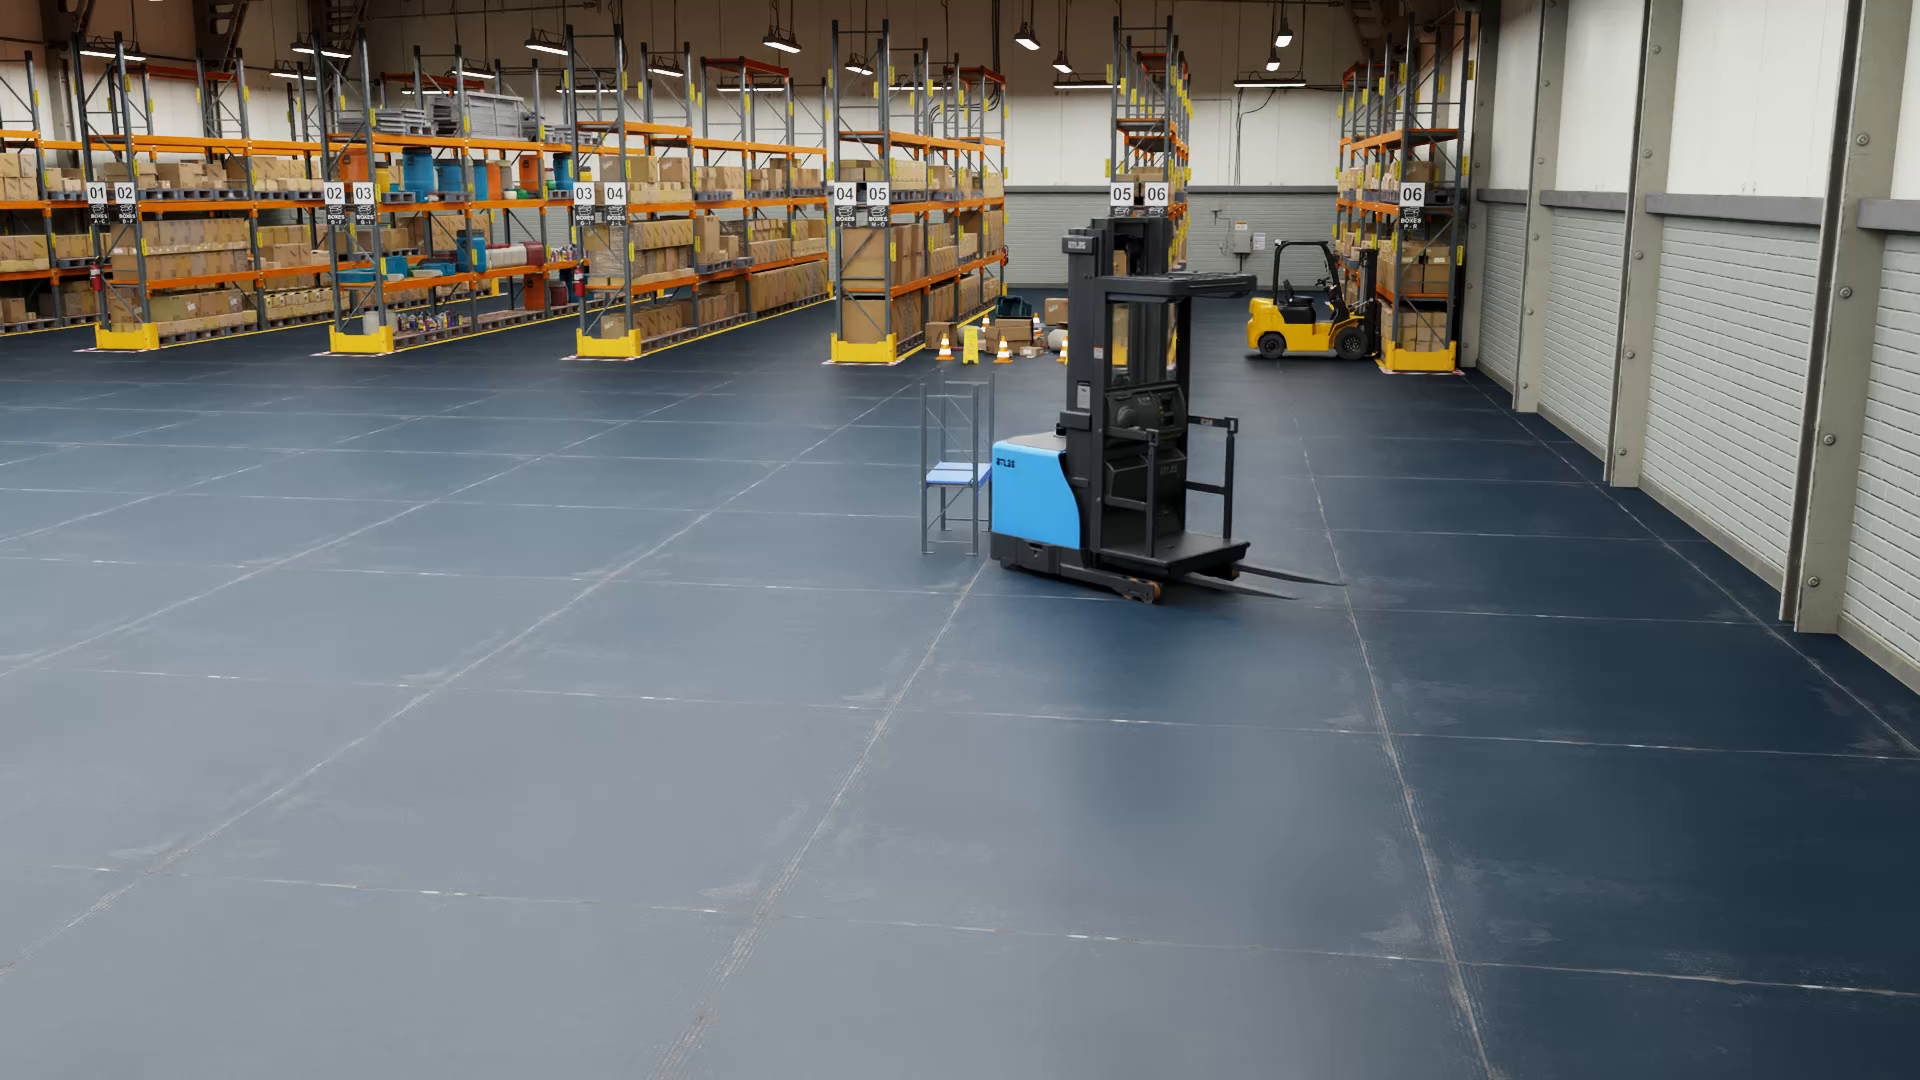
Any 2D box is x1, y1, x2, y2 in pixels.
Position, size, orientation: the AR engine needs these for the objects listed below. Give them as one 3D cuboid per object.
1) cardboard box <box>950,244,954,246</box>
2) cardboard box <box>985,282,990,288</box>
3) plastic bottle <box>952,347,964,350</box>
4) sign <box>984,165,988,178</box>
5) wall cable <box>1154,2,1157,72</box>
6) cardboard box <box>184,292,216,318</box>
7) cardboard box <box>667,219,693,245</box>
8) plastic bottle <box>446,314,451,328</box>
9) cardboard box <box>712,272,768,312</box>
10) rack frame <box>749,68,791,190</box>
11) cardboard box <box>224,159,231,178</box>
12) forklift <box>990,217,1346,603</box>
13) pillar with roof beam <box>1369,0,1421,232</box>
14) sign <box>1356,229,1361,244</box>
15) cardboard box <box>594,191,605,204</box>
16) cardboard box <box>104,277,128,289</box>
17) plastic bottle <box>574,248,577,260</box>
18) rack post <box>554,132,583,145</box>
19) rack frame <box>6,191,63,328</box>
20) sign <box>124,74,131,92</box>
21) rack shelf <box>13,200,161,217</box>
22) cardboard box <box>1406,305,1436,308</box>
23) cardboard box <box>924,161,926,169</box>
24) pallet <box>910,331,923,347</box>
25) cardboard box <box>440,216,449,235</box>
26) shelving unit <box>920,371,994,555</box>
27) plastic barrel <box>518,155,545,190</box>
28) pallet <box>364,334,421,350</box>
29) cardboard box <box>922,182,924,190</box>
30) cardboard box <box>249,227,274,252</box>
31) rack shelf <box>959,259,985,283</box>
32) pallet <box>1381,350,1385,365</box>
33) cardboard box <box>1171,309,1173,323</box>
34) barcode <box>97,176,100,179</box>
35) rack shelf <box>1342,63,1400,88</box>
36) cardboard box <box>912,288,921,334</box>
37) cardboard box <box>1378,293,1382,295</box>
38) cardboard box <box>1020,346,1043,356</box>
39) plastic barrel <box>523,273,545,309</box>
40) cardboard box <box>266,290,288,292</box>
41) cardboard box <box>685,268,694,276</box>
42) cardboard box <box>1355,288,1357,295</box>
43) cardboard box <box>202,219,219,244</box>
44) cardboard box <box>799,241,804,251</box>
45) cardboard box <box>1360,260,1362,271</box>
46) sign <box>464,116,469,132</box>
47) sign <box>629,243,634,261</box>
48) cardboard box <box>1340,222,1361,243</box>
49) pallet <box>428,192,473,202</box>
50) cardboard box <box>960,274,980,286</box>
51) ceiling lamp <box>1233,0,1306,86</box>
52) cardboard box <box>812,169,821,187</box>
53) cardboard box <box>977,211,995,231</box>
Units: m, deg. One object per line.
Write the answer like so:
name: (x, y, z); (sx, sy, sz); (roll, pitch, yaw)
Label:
cardboard box: (-0.255, -6.749, 38.339); (0.380, 0.149, 0.250); (2, 12, 11)
cardboard box: (0.574, -6.642, 43.308); (0.380, 0.149, 0.250); (2, 12, 10)
plastic bottle: (-0.013, -3.737, 32.444); (0.283, 0.061, 0.133); (-2, 12, -11)
sign: (0.637, -9.154, 41.323); (0.100, 0.325, 0.005); (2, 12, 9)
wall cable: (4.676, -15.061, 49.535); (2.355, 3.000, 0.029); (2, 12, 9)
cardboard box: (-15.895, -4.909, 34.660); (0.500, 0.500, 0.500); (2, 12, 9)
cardboard box: (-5.825, -6.356, 34.308); (0.500, 0.500, 0.500); (2, 12, 9)
plastic bottle: (-10.750, -4.605, 34.901); (0.061, 0.283, 0.133); (3, 12, 12)
cardboard box: (-5.286, -5.918, 39.638); (1.225, 0.875, 0.875); (1, 12, 6)
rack frame: (-4.797, -10.374, 42.026); (1.000, 3.000, 0.127); (2, 12, 9)
cardboard box: (-19.604, -10.089, 45.168); (0.500, 0.500, 0.500); (2, 12, 8)
forklift: (1.644, -1.060, 13.214); (1.130, 2.935, 3.031); (-12, 17, -43)
pillar with roof beam: (6.644, -10.148, 40.978); (9.100, 9.000, 0.548); (2, 12, 9)
sign: (8.747, -6.670, 36.521); (0.100, 0.325, 0.005); (2, 12, 9)
cardboard box: (-6.820, -6.445, 31.271); (0.500, 0.250, 0.500); (2, 12, 10)
cardboard box: (-20.305, -6.182, 39.922); (0.500, 0.250, 0.500); (2, 12, 10)
plastic bottle: (-9.613, -7.145, 41.562); (0.061, 0.283, 0.133); (2, 12, 9)
rack post: (-9.877, -9.865, 40.849); (0.937, 0.300, 0.954); (3, 13, 15)
rack frame: (-20.711, -6.257, 37.165); (1.000, 3.000, 0.127); (2, 12, 9)
sign: (-15.883, -8.712, 31.724); (0.100, 0.325, 0.005); (2, 12, 9)
rack shelf: (-20.403, -7.788, 38.857); (1.077, 0.370, 4.000); (2, 12, 9)
cardboard box: (8.562, -4.220, 30.869); (0.500, 0.250, 0.500); (2, 12, 8)
cardboard box: (-0.884, -7.495, 33.258); (0.380, 0.149, 0.250); (2, 12, 8)
pallet: (-1.337, -4.075, 33.659); (1.003, 0.211, 1.213); (2, 12, 9)
cardboard box: (-14.156, -8.497, 44.947); (0.500, 0.500, 0.500); (1, 12, 7)
shelving unit: (-0.013, -0.715, 15.010); (0.538, 1.500, 1.048); (2, 12, 9)
plastic barrel: (-10.216, -8.769, 39.682); (0.600, 0.830, 0.708); (2, 12, 9)
pallet: (-11.442, -3.927, 32.970); (1.003, 0.211, 1.213); (2, 12, 9)
cardboard box: (-0.921, -7.053, 33.100); (0.380, 0.149, 0.250); (2, 12, 10)
cardboard box: (-19.381, -8.182, 45.382); (0.980, 0.700, 0.700); (2, 12, 10)
rack shelf: (-0.220, -6.491, 39.959); (1.077, 0.370, 4.000); (2, 12, 9)
pallet: (8.131, -3.260, 29.873); (1.003, 0.211, 1.213); (2, 12, 9)
cardboard box: (3.950, -4.635, 34.876); (0.950, 0.372, 0.625); (3, 12, 12)
barcode: (-16.861, -7.093, 32.547); (0.001, 0.075, 0.075); (2, 12, 9)
rack shelf: (10.207, -11.582, 41.451); (1.077, 0.370, 4.000); (2, 12, 9)
cardboard box: (-1.308, -4.632, 33.670); (0.875, 0.875, 0.875); (2, 12, 10)
cardboard box: (9.175, -5.042, 36.168); (0.875, 0.625, 0.625); (2, 12, 10)
cardboard box: (1.355, -3.567, 31.447); (0.380, 0.149, 0.250); (10, 15, 38)
plastic barrel: (-10.248, -6.016, 40.199); (0.600, 0.830, 0.708); (2, 12, 9)
cardboard box: (-15.803, -5.643, 38.515); (0.500, 0.311, 0.500); (2, 12, 8)
cardboard box: (-5.770, -5.599, 34.706); (0.380, 0.149, 0.250); (2, 12, 9)
cardboard box: (9.122, -5.597, 37.496); (0.380, 0.149, 0.250); (1, 12, 6)
cardboard box: (-16.032, -6.479, 34.875); (0.700, 0.500, 0.500); (2, 12, 9)
cardboard box: (-4.385, -7.706, 43.537); (0.500, 0.250, 0.500); (2, 12, 8)
cardboard box: (8.975, -5.970, 36.186); (0.500, 0.250, 0.500); (2, 12, 9)
sign: (-10.380, -8.747, 34.972); (0.100, 0.325, 0.005); (2, 12, 9)
sign: (-6.107, -5.349, 30.895); (0.100, 0.325, 0.005); (2, 12, 9)
cardboard box: (9.949, -7.833, 42.348); (0.500, 0.500, 0.500); (2, 12, 10)
pallet: (-10.936, -7.157, 34.668); (1.213, 0.211, 1.003); (2, 12, 9)
cardboard box: (0.223, -6.446, 41.198); (0.500, 0.250, 0.500); (2, 12, 7)
ceiling lamp: (8.627, -14.212, 45.982); (2.000, 3.185, 0.800); (2, 12, 9)
cardboard box: (-4.209, -9.933, 45.630); (0.700, 0.500, 0.500); (1, 12, 5)
cardboard box: (0.651, -8.348, 43.548); (0.500, 0.500, 0.500); (1, 12, 7)
